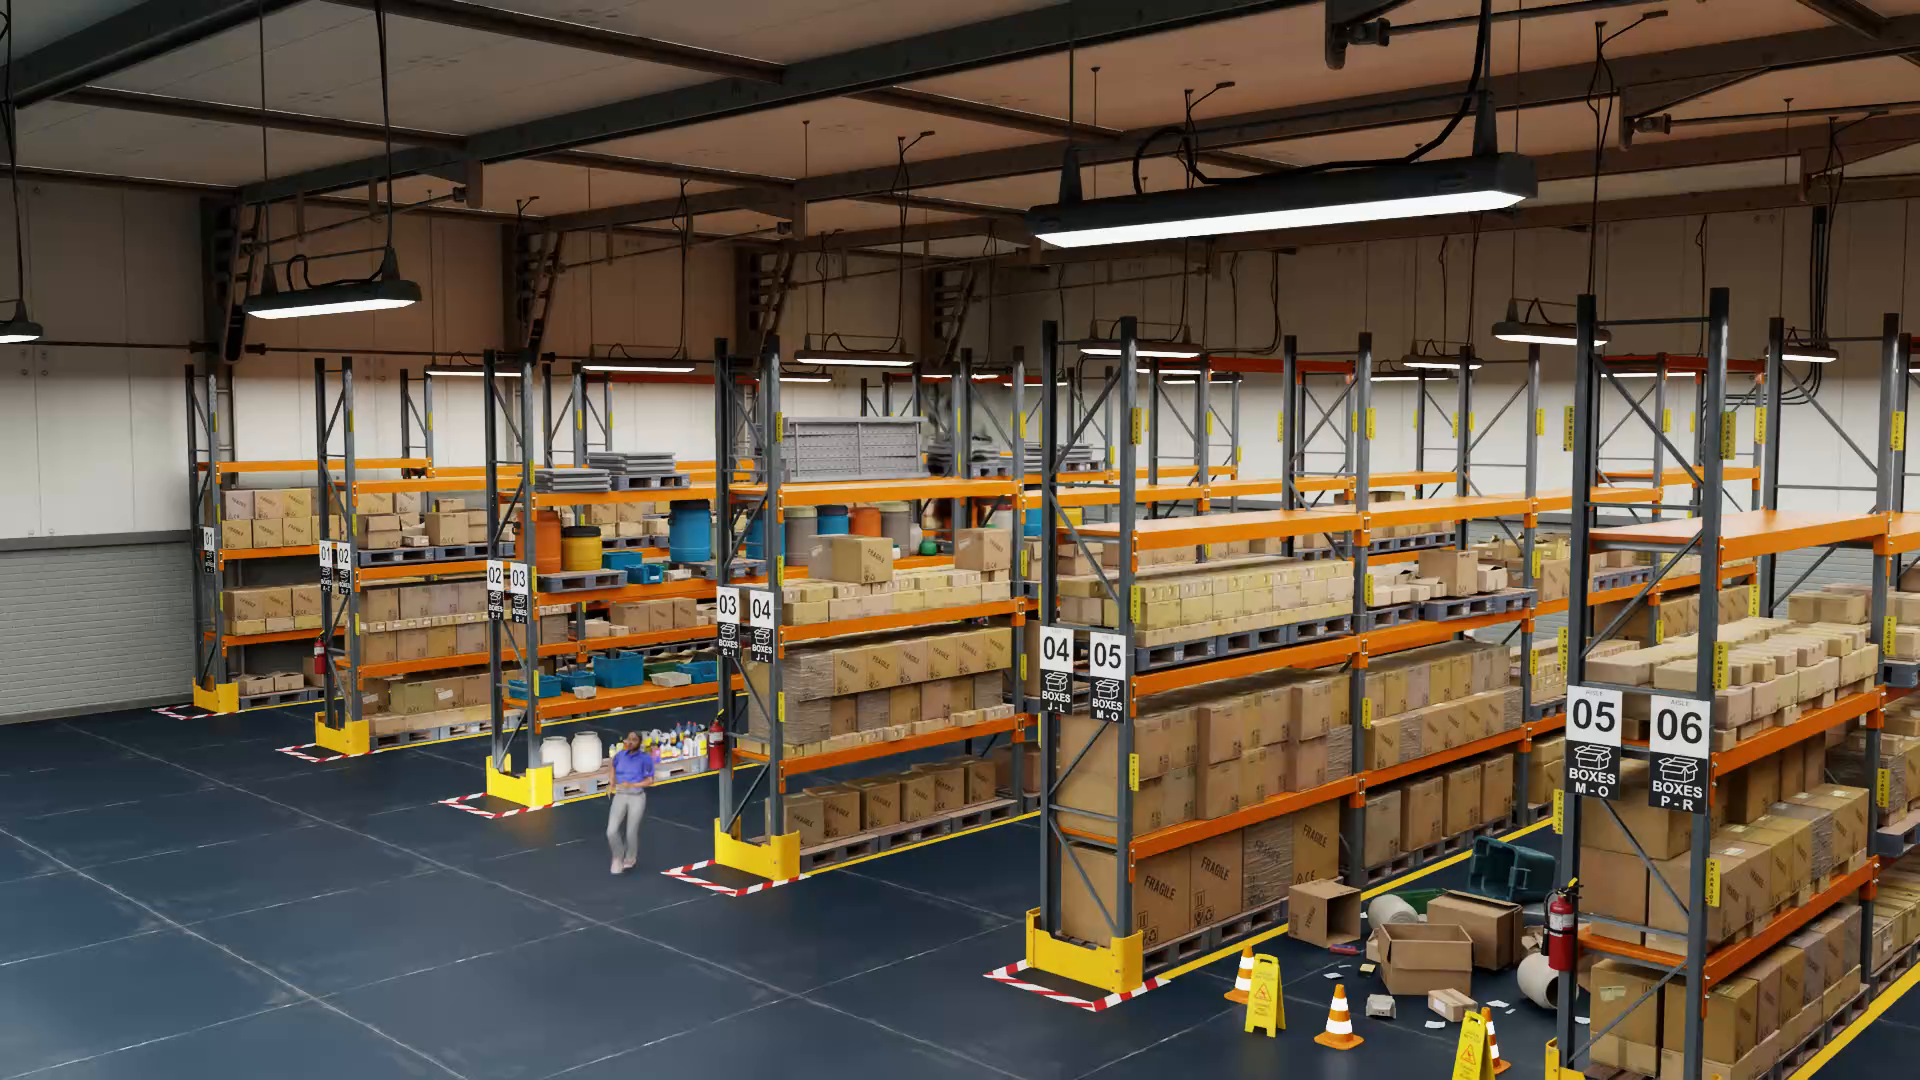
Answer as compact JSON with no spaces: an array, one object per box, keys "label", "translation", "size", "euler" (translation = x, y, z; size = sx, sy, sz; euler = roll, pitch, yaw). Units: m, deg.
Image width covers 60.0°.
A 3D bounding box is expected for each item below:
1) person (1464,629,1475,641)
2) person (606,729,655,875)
[{"label":"person","translation":[8.072,2.275,26.403],"size":[0.734,1.739,0.629],"euler":[4,6,42]},{"label":"person","translation":[-3.695,2.945,18.624],"size":[0.561,1.631,0.634],"euler":[0,4,3]}]
